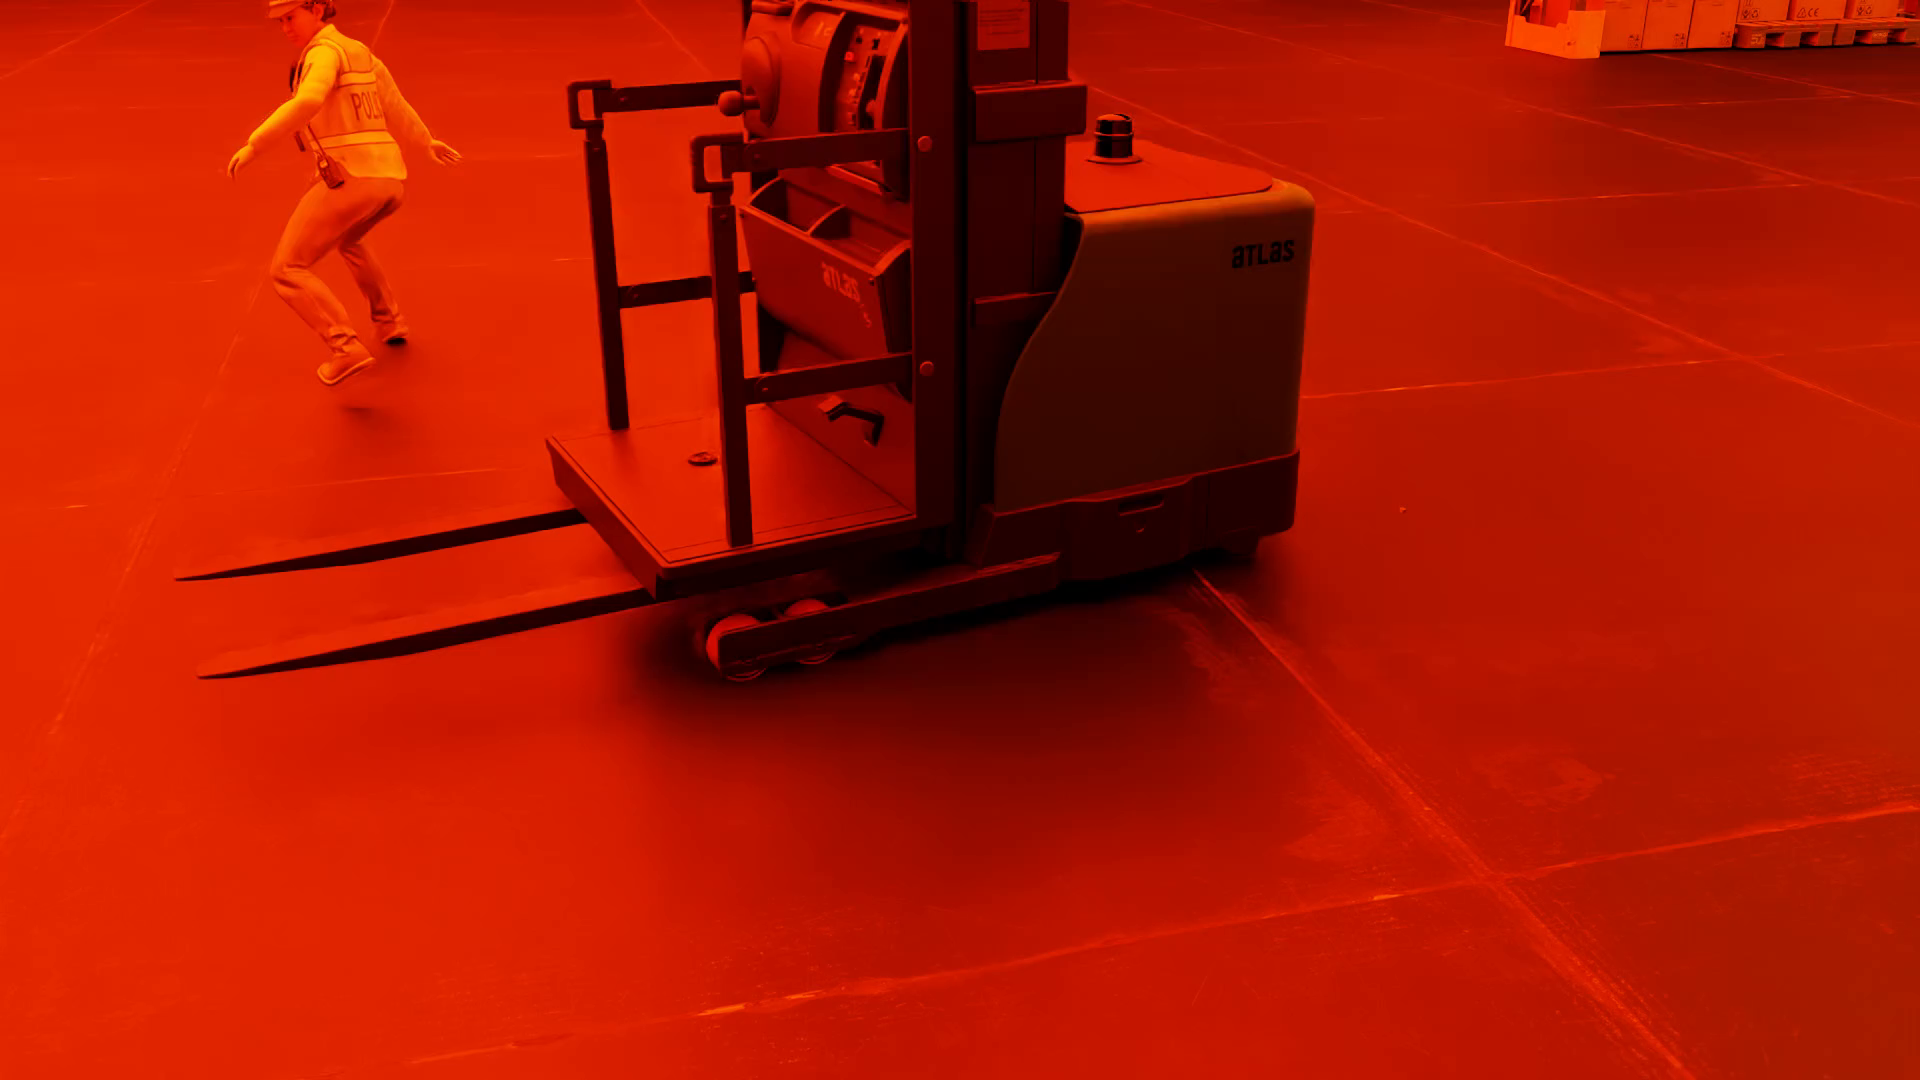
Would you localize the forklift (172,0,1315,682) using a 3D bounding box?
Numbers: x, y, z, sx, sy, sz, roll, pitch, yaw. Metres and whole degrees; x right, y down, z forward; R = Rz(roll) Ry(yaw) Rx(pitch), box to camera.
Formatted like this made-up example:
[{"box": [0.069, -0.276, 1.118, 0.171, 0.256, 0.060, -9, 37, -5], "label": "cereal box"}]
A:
[{"box": [-0.543, -1.227, 4.193, 3.031, 2.935, 1.130, -12, 26, -26], "label": "forklift"}]

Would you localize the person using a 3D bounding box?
[{"box": [-2.355, -1.372, 6.445, 0.526, 1.579, 1.100, 4, 23, 8], "label": "person"}]
